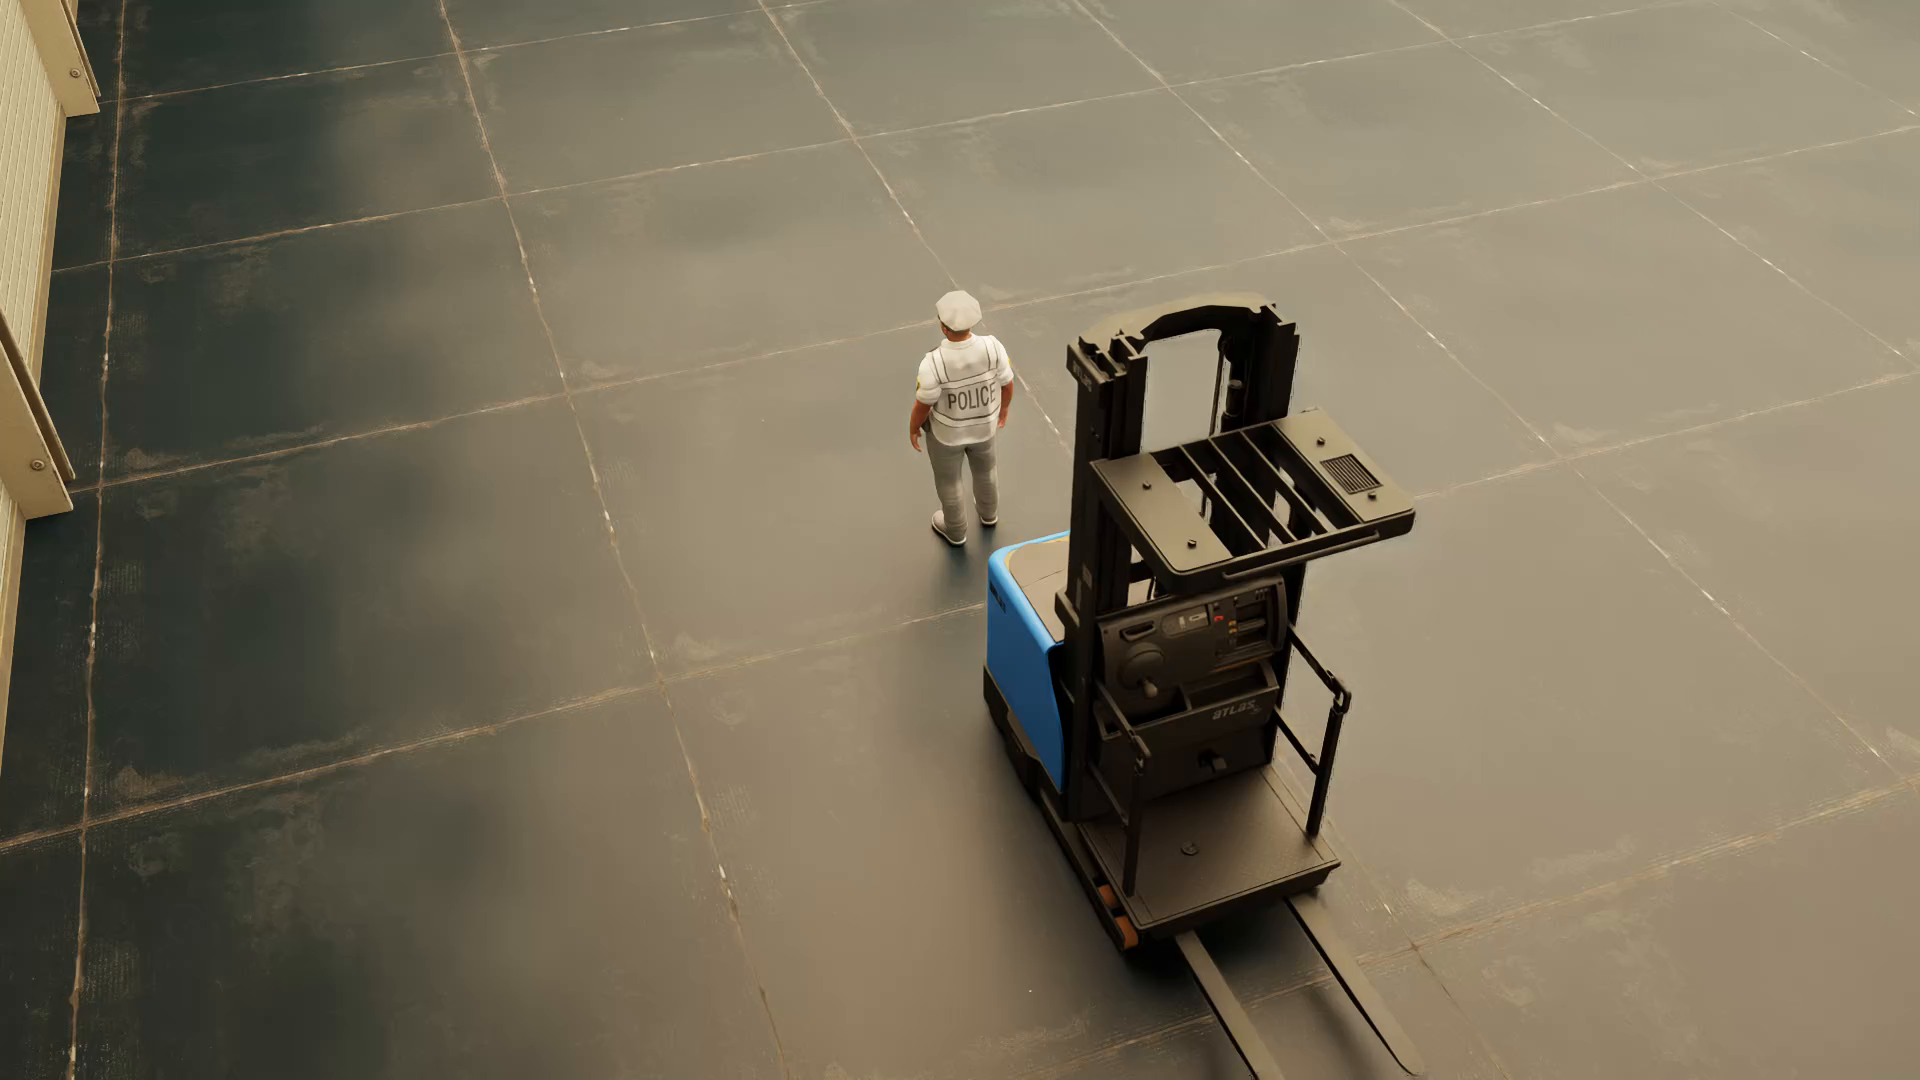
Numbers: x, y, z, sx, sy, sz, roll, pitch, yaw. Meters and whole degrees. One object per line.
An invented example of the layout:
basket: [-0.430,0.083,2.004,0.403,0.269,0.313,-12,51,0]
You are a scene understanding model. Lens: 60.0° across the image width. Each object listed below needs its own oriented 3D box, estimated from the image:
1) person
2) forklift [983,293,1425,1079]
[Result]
person: [-0.015,-0.737,9.757,0.640,1.781,0.575,-13,42,-15]
forklift: [1.143,0.522,7.375,1.130,2.935,3.031,-14,42,-16]
